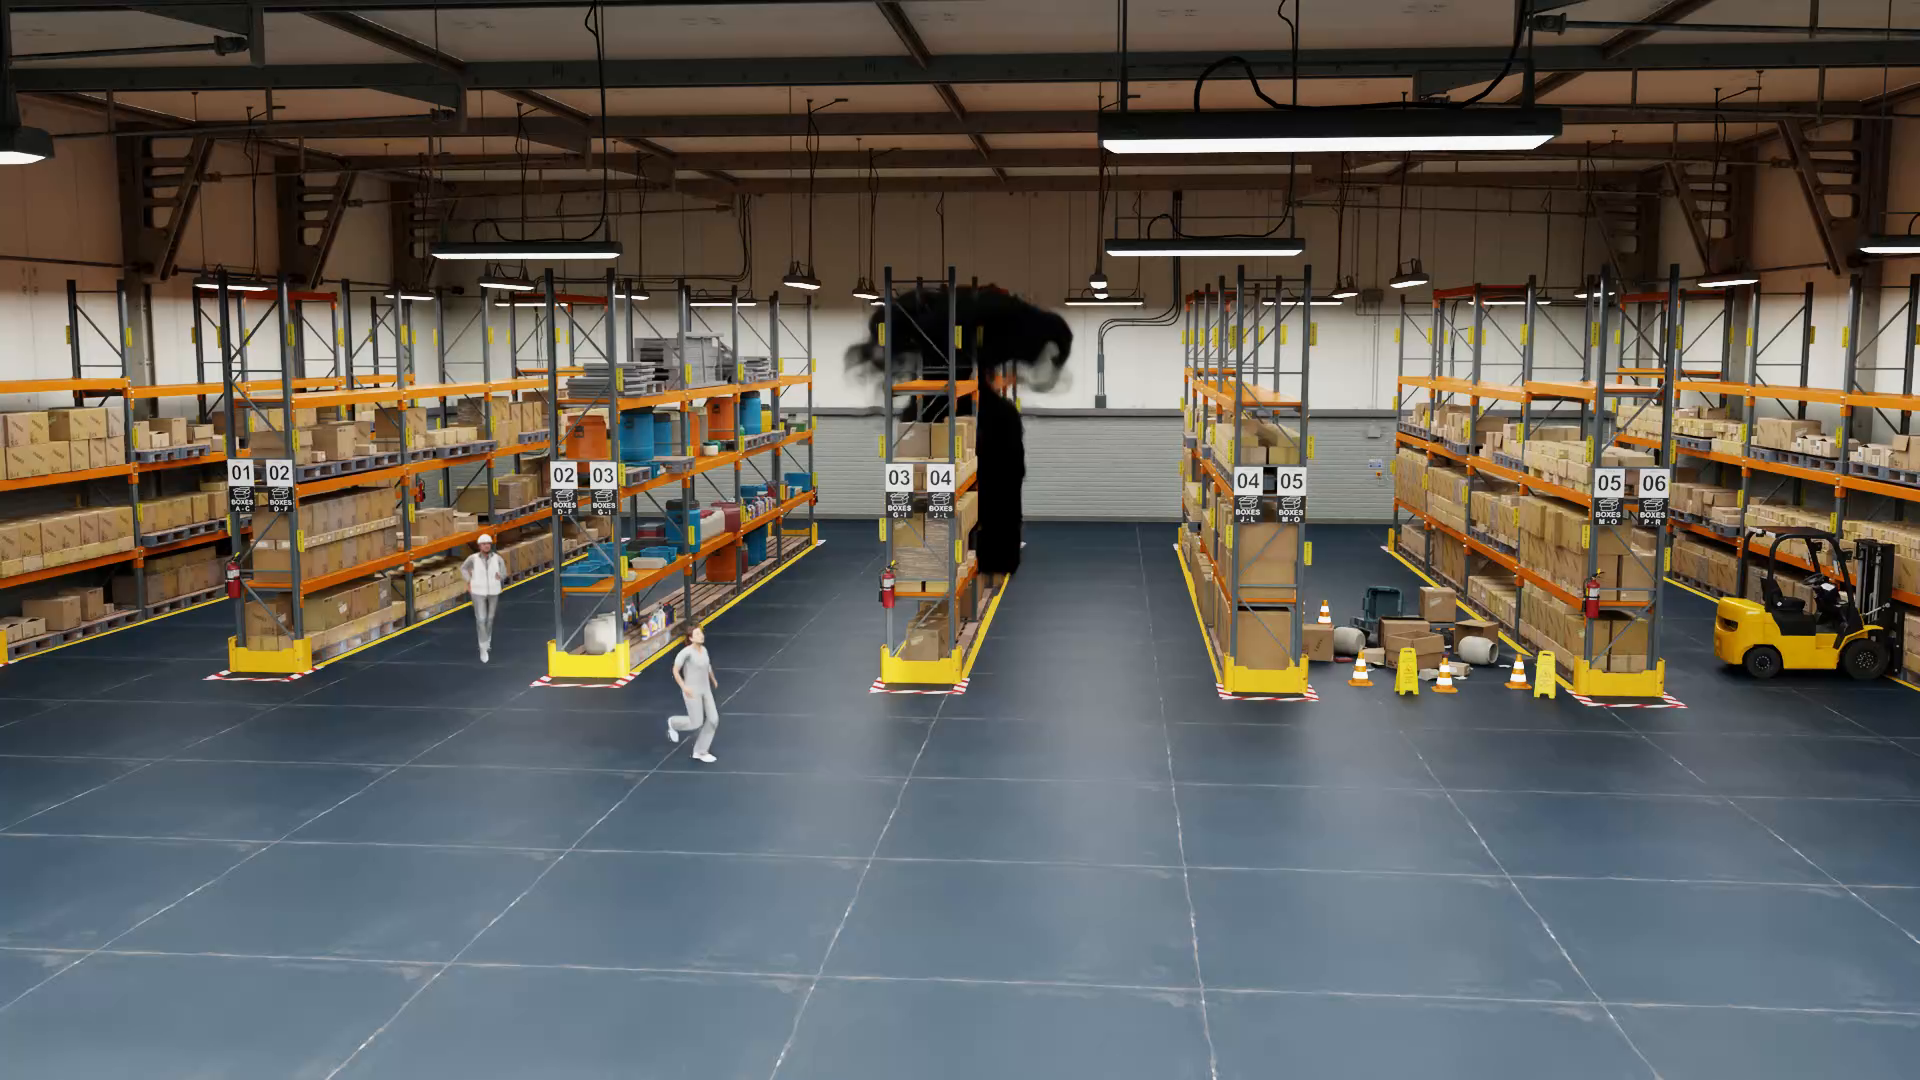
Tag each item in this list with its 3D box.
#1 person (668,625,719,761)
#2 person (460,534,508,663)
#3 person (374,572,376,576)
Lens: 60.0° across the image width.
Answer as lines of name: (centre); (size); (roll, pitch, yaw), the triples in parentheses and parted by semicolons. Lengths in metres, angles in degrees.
person: (-3.177, 1.811, 19.826); (0.643, 1.619, 0.582); (5, 9, 37)
person: (-7.059, 0.847, 24.784); (0.641, 1.874, 0.757); (-4, 8, -30)
person: (-11.806, 0.132, 32.837); (0.688, 1.807, 1.018); (1, 7, 5)
